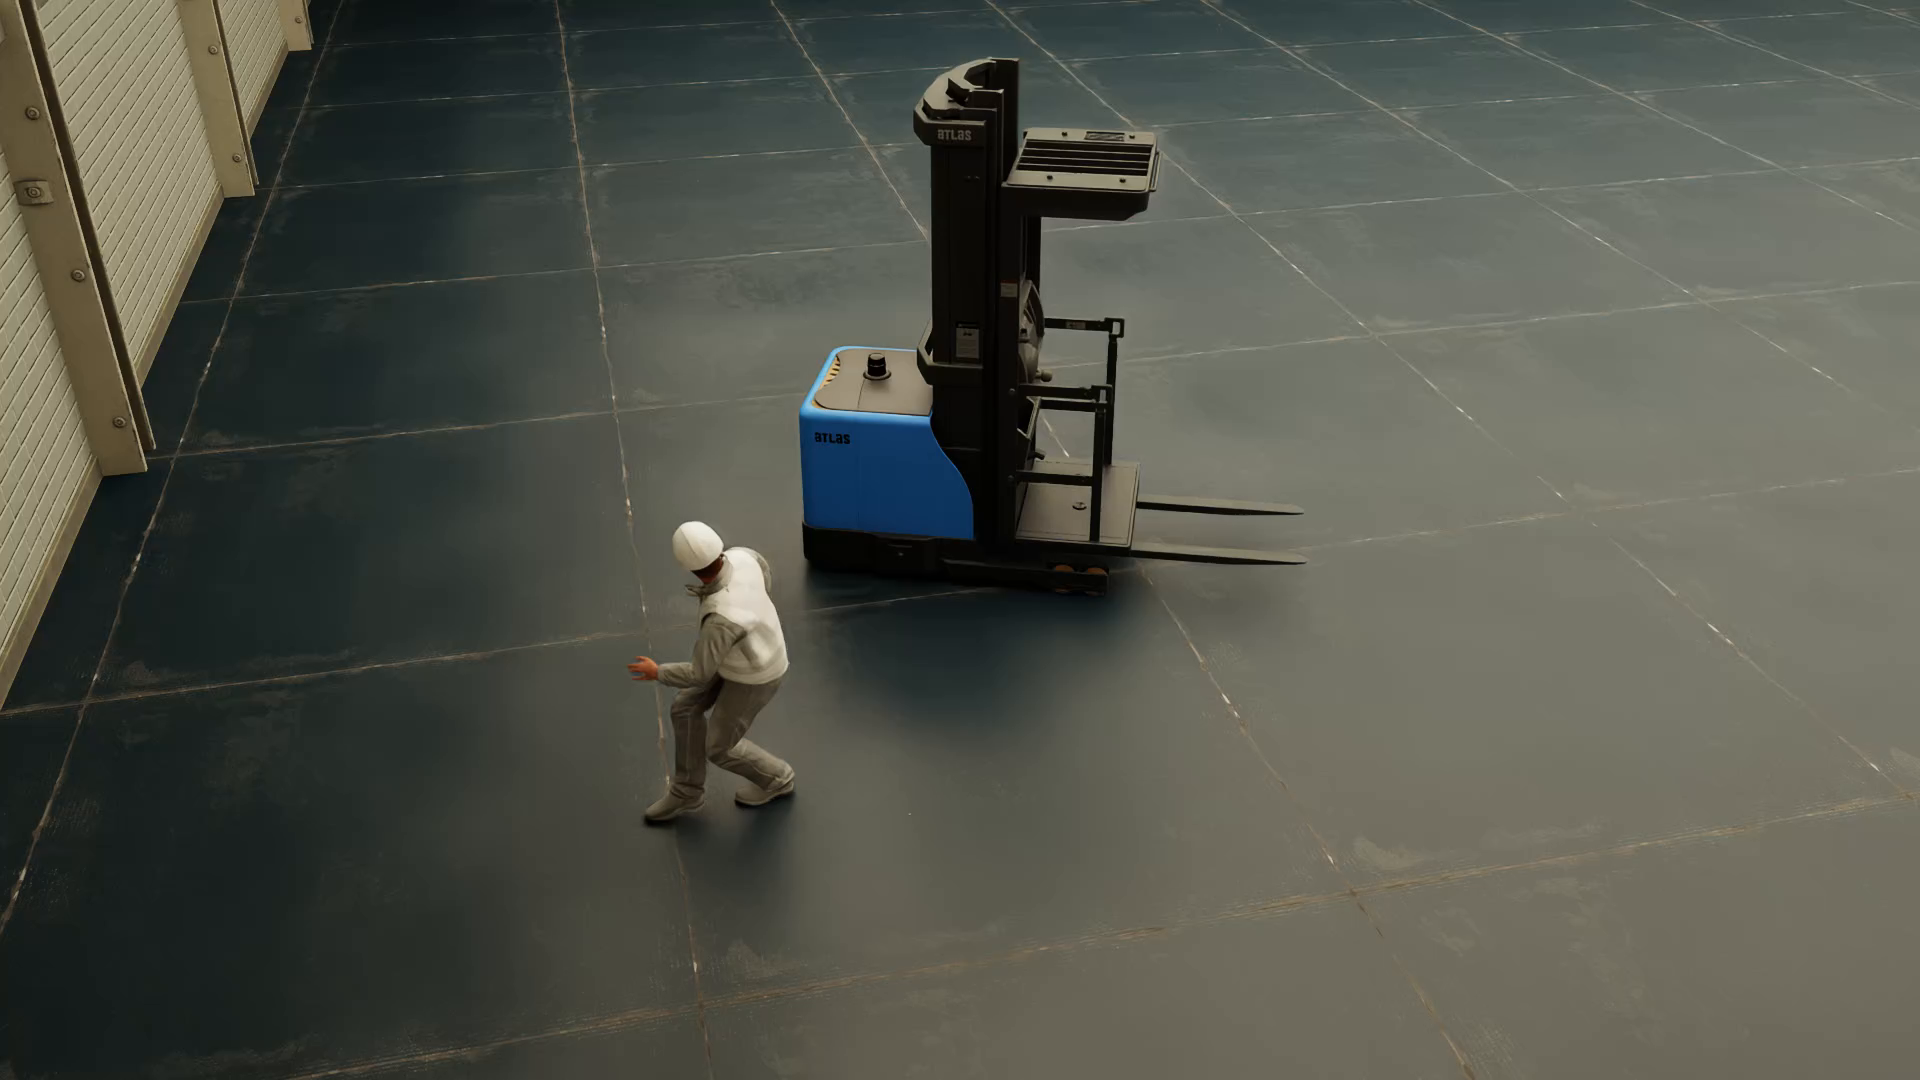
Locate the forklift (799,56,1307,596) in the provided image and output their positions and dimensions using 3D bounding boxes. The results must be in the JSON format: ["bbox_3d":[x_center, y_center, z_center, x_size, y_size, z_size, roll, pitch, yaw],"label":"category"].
[{"bbox_3d":[0.603,-1.222,9.686,3.031,2.935,1.130,4,30,8],"label":"forklift"}]

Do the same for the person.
[{"bbox_3d":[-1.207,0.561,7.942,0.763,1.614,0.748,-7,31,-13],"label":"person"}]
